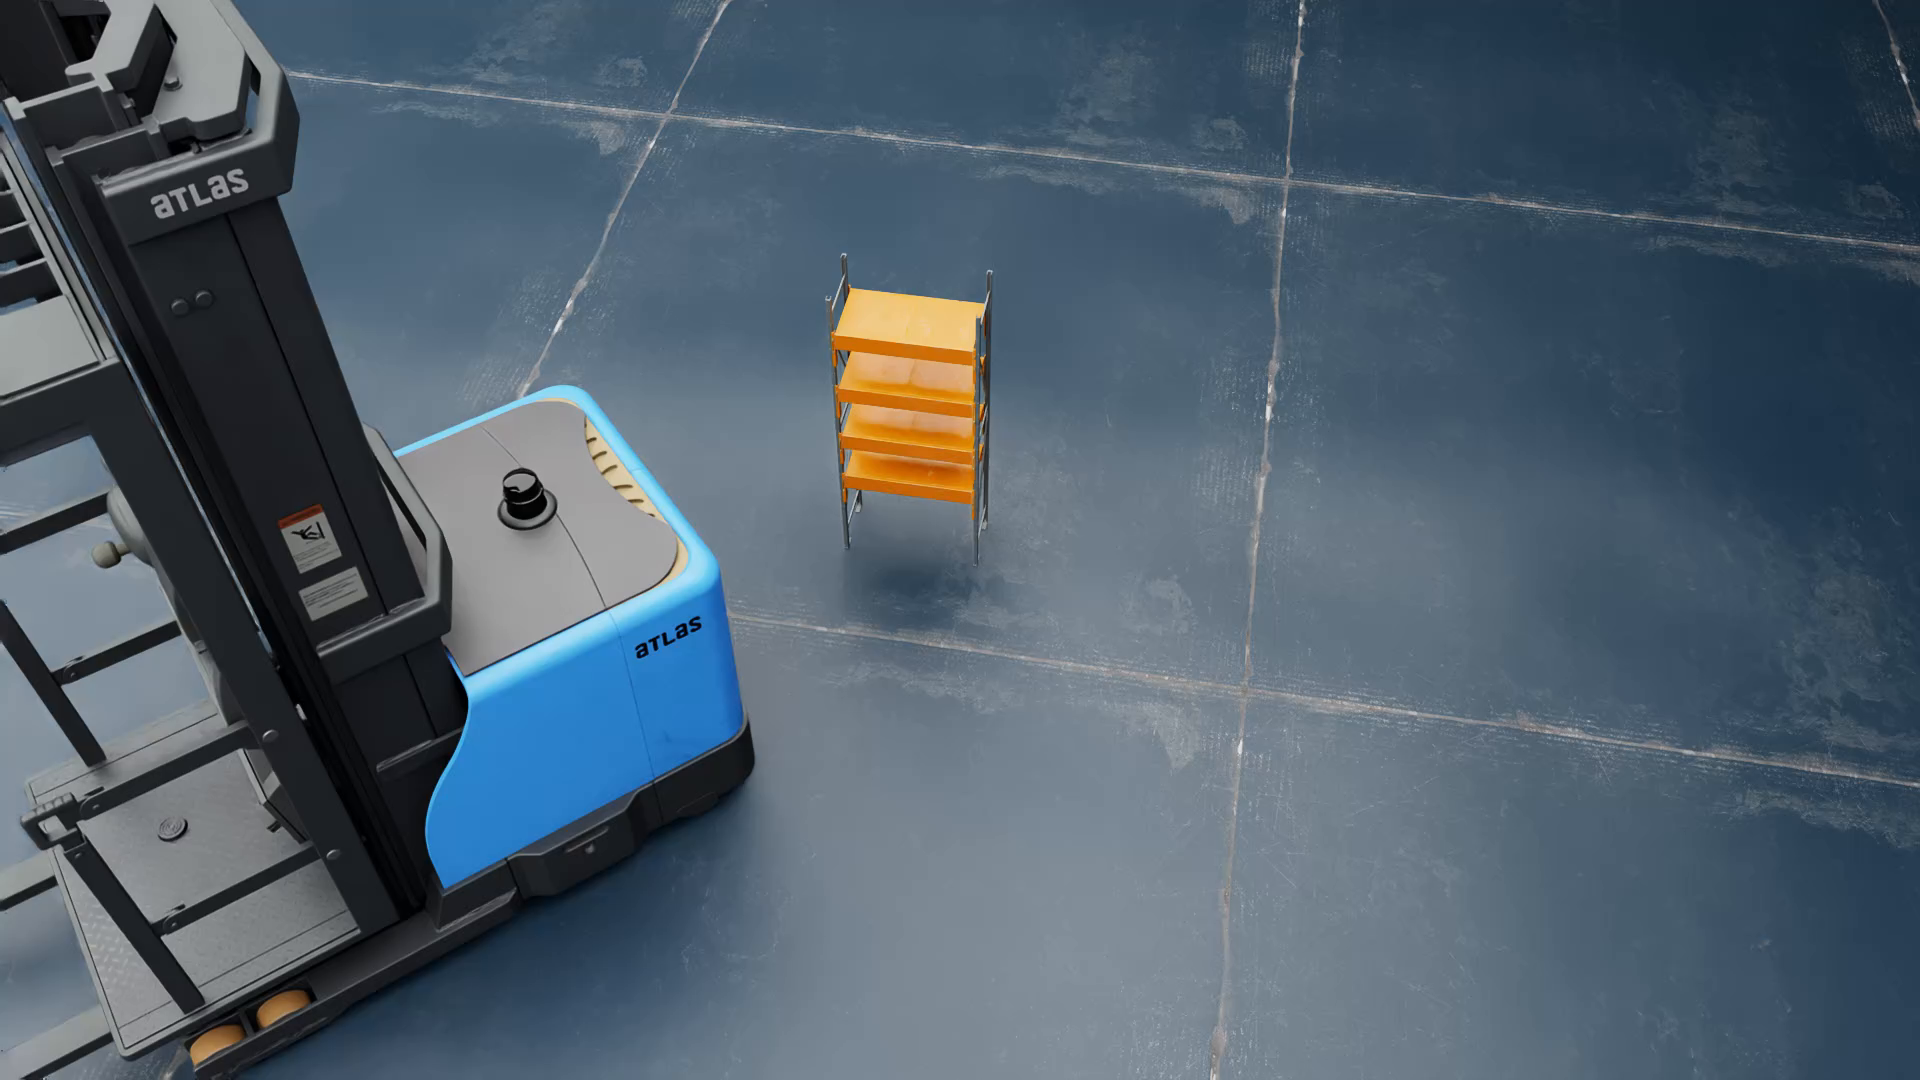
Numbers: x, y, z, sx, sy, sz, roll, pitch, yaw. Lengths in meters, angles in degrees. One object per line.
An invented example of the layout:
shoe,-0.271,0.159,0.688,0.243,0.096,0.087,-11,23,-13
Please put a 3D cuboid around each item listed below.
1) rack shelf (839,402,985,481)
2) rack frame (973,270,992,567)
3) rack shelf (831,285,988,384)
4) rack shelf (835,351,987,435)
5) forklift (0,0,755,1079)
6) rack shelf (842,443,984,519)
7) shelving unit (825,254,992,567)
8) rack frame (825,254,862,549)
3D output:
rack shelf,-0.163,-0.378,5.873,0.480,0.148,0.258,8,49,7
rack frame,0.077,-0.391,5.794,0.015,1.200,0.240,8,49,7
rack shelf,-0.163,-0.686,5.531,0.480,0.148,0.258,8,49,7
rack shelf,-0.163,-0.527,5.707,0.480,0.148,0.258,8,49,7
forklift,-2.183,0.134,4.159,3.031,2.935,1.130,-27,53,-22
rack shelf,-0.163,-0.245,6.021,0.480,0.148,0.258,8,49,7
shelving unit,-0.163,-0.423,5.823,0.503,1.200,0.258,8,49,7
rack frame,-0.403,-0.455,5.852,0.015,1.200,0.240,8,49,7
